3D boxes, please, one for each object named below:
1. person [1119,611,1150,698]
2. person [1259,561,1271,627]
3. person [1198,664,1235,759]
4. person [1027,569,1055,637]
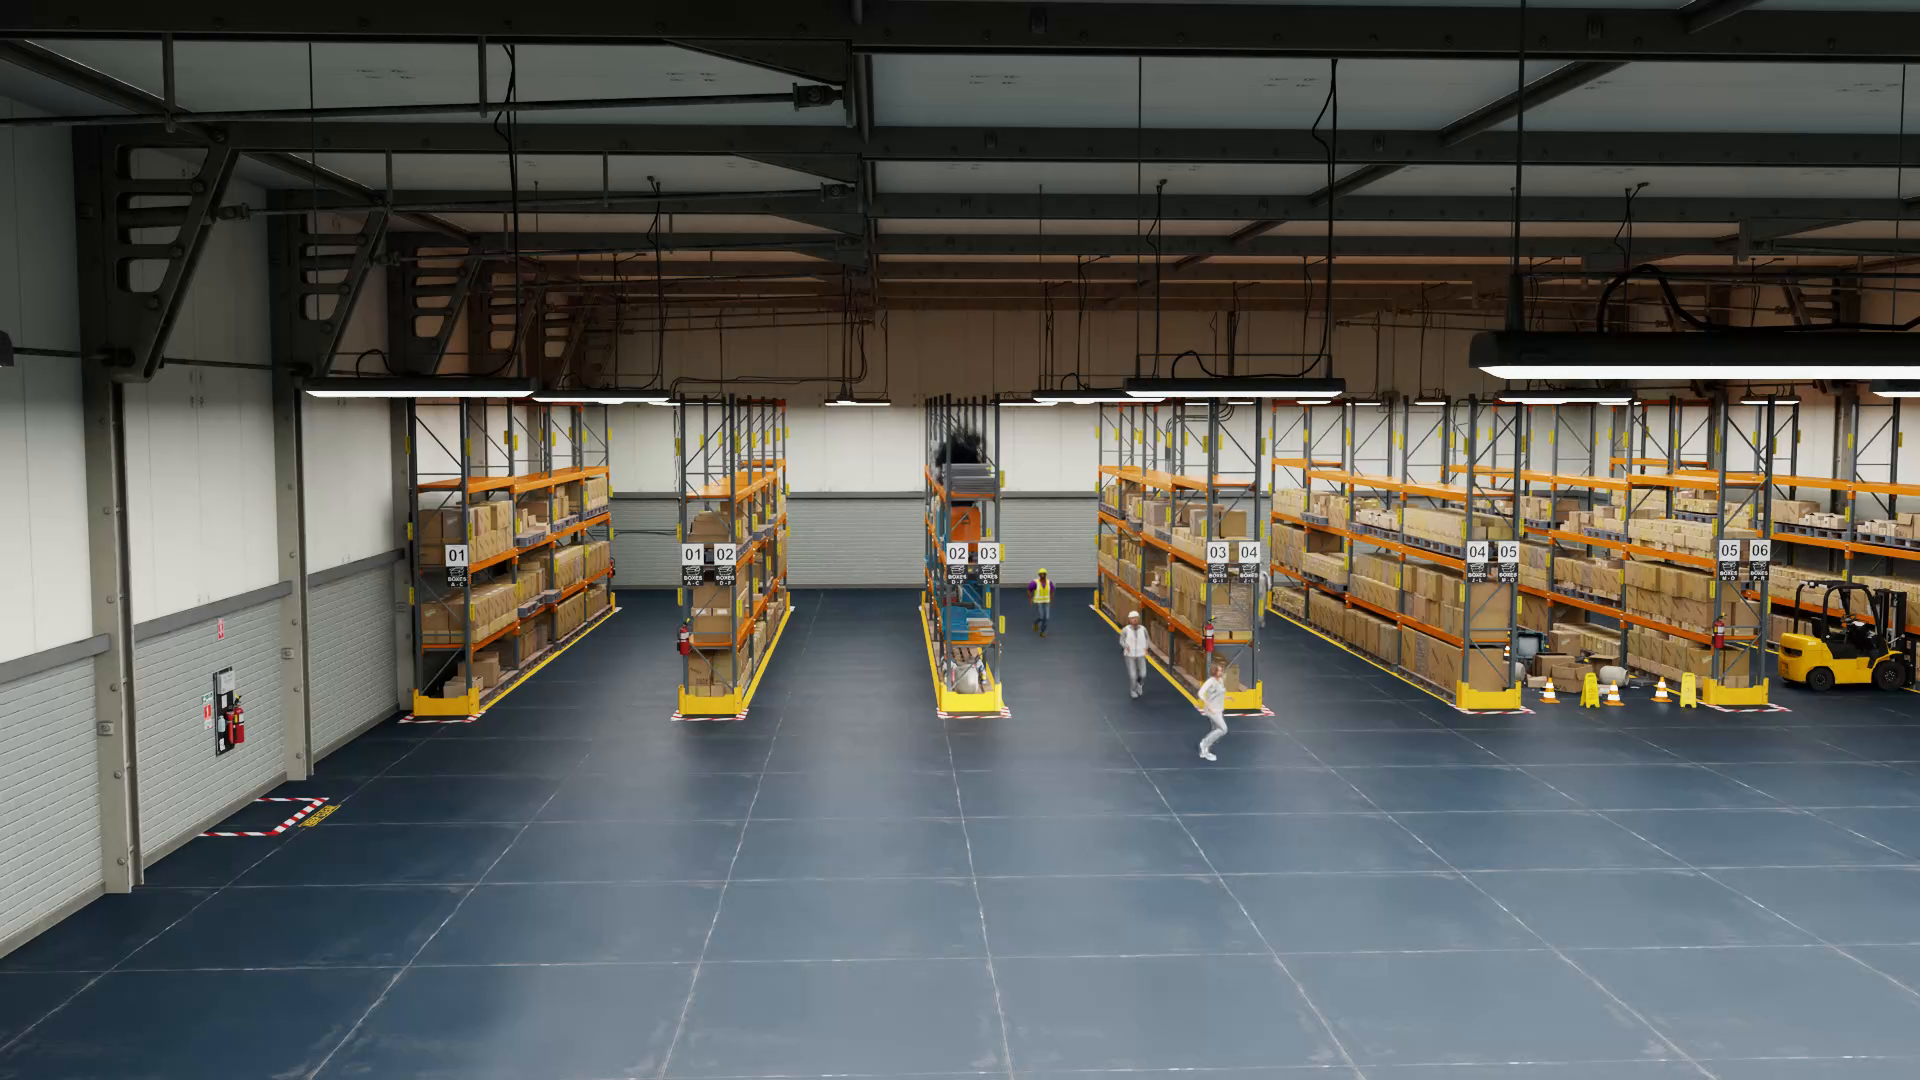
[{"bbox_3d":[3.459,2.264,32.744,0.635,1.727,0.564,0,5,-2],"label":"person"},{"bbox_3d":[7.938,1.399,44.018,0.620,1.703,0.929,0,5,2],"label":"person"},{"bbox_3d":[4.187,2.798,27.088,0.563,1.566,0.519,3,5,30],"label":"person"},{"bbox_3d":[2.065,1.573,41.719,0.707,1.718,0.582,-1,5,-15],"label":"person"}]
